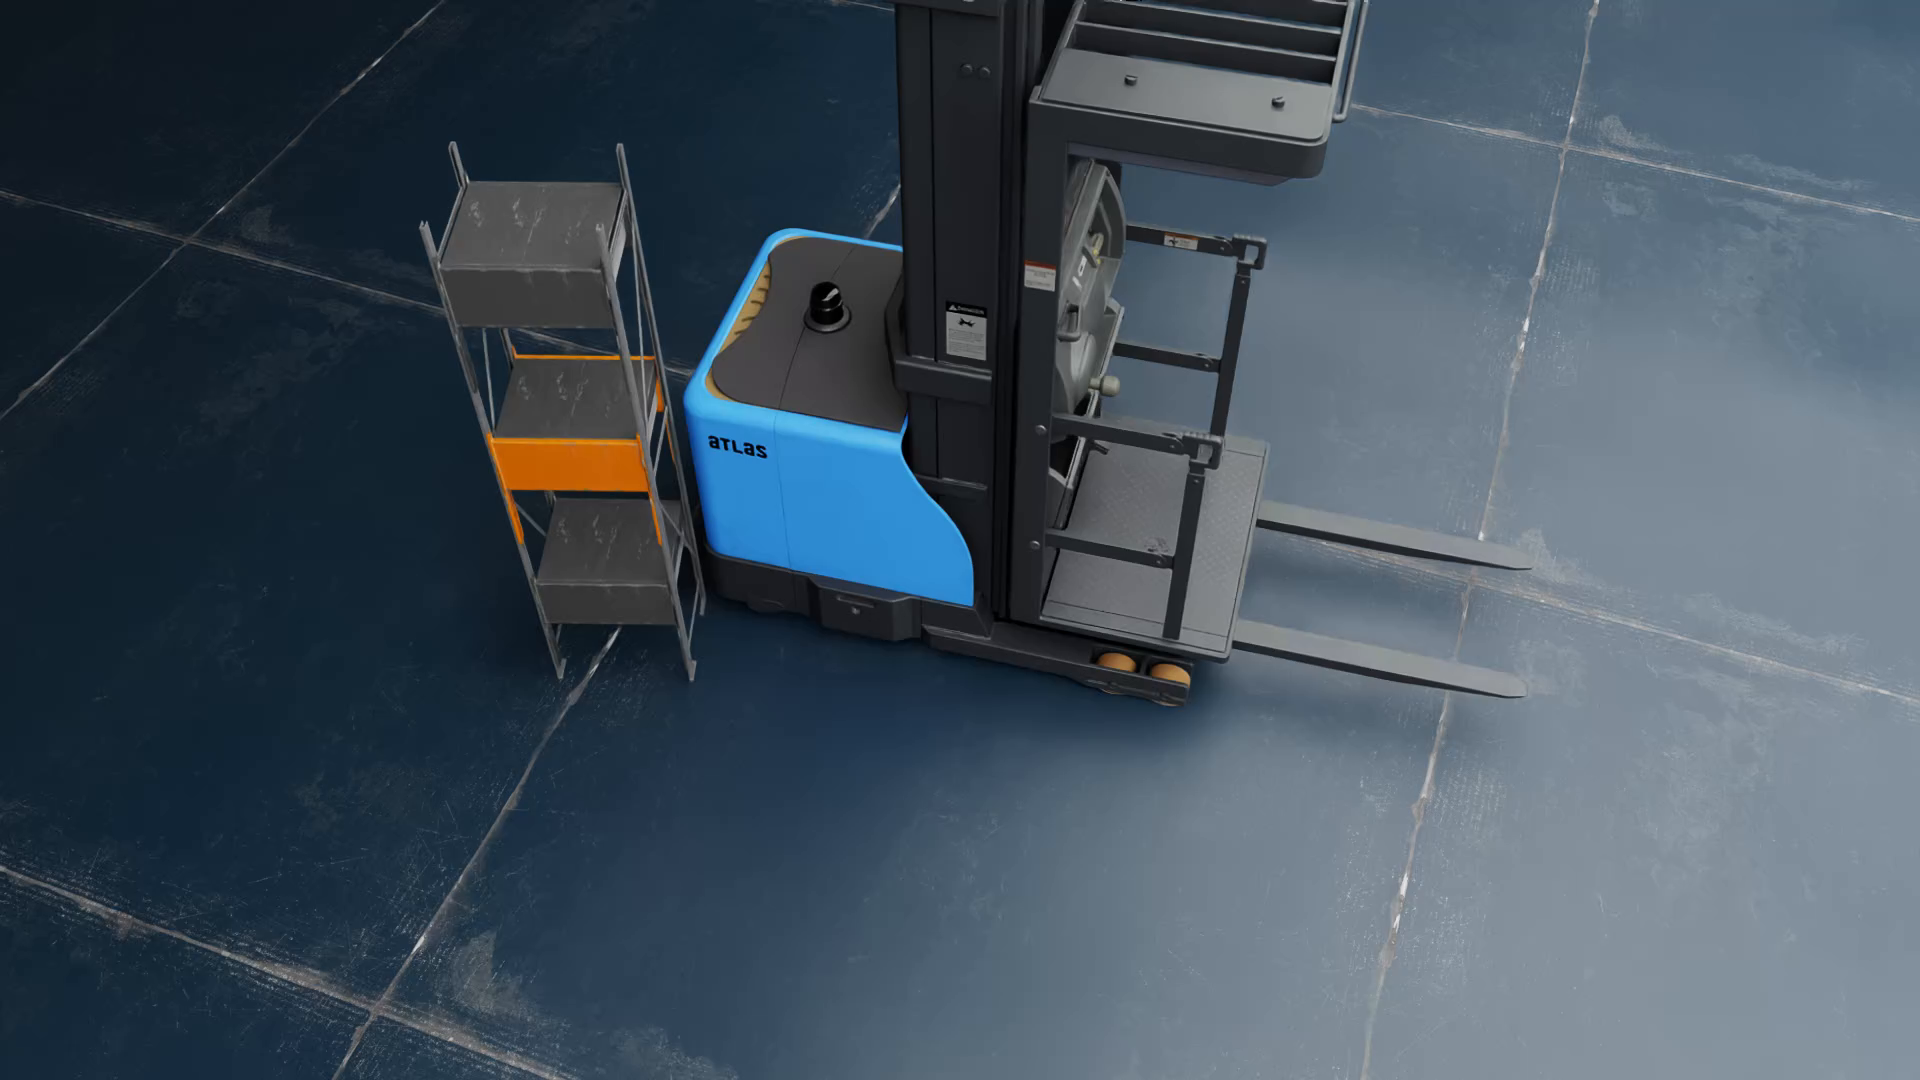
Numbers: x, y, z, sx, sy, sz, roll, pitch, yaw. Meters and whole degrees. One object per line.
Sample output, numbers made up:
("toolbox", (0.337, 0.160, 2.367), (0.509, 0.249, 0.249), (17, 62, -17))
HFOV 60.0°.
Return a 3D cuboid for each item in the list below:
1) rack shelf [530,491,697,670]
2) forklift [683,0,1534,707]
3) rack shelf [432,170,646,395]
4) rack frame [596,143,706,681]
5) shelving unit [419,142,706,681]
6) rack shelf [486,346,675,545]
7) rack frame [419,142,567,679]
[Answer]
("rack shelf", (-1.235, 0.149, 6.042), (0.480, 0.518, 0.431), (1, 49, 1))
("forklift", (0.614, -0.801, 5.371), (3.031, 2.935, 1.130), (11, 50, 10))
("rack shelf", (-1.236, -0.768, 4.984), (0.480, 0.518, 0.431), (1, 49, 1))
("rack frame", (-0.991, -0.315, 5.500), (0.015, 2.100, 0.400), (1, 49, 1))
("shelving unit", (-1.235, -0.319, 5.503), (0.503, 2.100, 0.431), (1, 49, 1))
("rack shelf", (-1.235, -0.310, 5.513), (0.480, 0.518, 0.431), (1, 49, 1))
("rack frame", (-1.479, -0.322, 5.506), (0.015, 2.100, 0.400), (1, 49, 1))
